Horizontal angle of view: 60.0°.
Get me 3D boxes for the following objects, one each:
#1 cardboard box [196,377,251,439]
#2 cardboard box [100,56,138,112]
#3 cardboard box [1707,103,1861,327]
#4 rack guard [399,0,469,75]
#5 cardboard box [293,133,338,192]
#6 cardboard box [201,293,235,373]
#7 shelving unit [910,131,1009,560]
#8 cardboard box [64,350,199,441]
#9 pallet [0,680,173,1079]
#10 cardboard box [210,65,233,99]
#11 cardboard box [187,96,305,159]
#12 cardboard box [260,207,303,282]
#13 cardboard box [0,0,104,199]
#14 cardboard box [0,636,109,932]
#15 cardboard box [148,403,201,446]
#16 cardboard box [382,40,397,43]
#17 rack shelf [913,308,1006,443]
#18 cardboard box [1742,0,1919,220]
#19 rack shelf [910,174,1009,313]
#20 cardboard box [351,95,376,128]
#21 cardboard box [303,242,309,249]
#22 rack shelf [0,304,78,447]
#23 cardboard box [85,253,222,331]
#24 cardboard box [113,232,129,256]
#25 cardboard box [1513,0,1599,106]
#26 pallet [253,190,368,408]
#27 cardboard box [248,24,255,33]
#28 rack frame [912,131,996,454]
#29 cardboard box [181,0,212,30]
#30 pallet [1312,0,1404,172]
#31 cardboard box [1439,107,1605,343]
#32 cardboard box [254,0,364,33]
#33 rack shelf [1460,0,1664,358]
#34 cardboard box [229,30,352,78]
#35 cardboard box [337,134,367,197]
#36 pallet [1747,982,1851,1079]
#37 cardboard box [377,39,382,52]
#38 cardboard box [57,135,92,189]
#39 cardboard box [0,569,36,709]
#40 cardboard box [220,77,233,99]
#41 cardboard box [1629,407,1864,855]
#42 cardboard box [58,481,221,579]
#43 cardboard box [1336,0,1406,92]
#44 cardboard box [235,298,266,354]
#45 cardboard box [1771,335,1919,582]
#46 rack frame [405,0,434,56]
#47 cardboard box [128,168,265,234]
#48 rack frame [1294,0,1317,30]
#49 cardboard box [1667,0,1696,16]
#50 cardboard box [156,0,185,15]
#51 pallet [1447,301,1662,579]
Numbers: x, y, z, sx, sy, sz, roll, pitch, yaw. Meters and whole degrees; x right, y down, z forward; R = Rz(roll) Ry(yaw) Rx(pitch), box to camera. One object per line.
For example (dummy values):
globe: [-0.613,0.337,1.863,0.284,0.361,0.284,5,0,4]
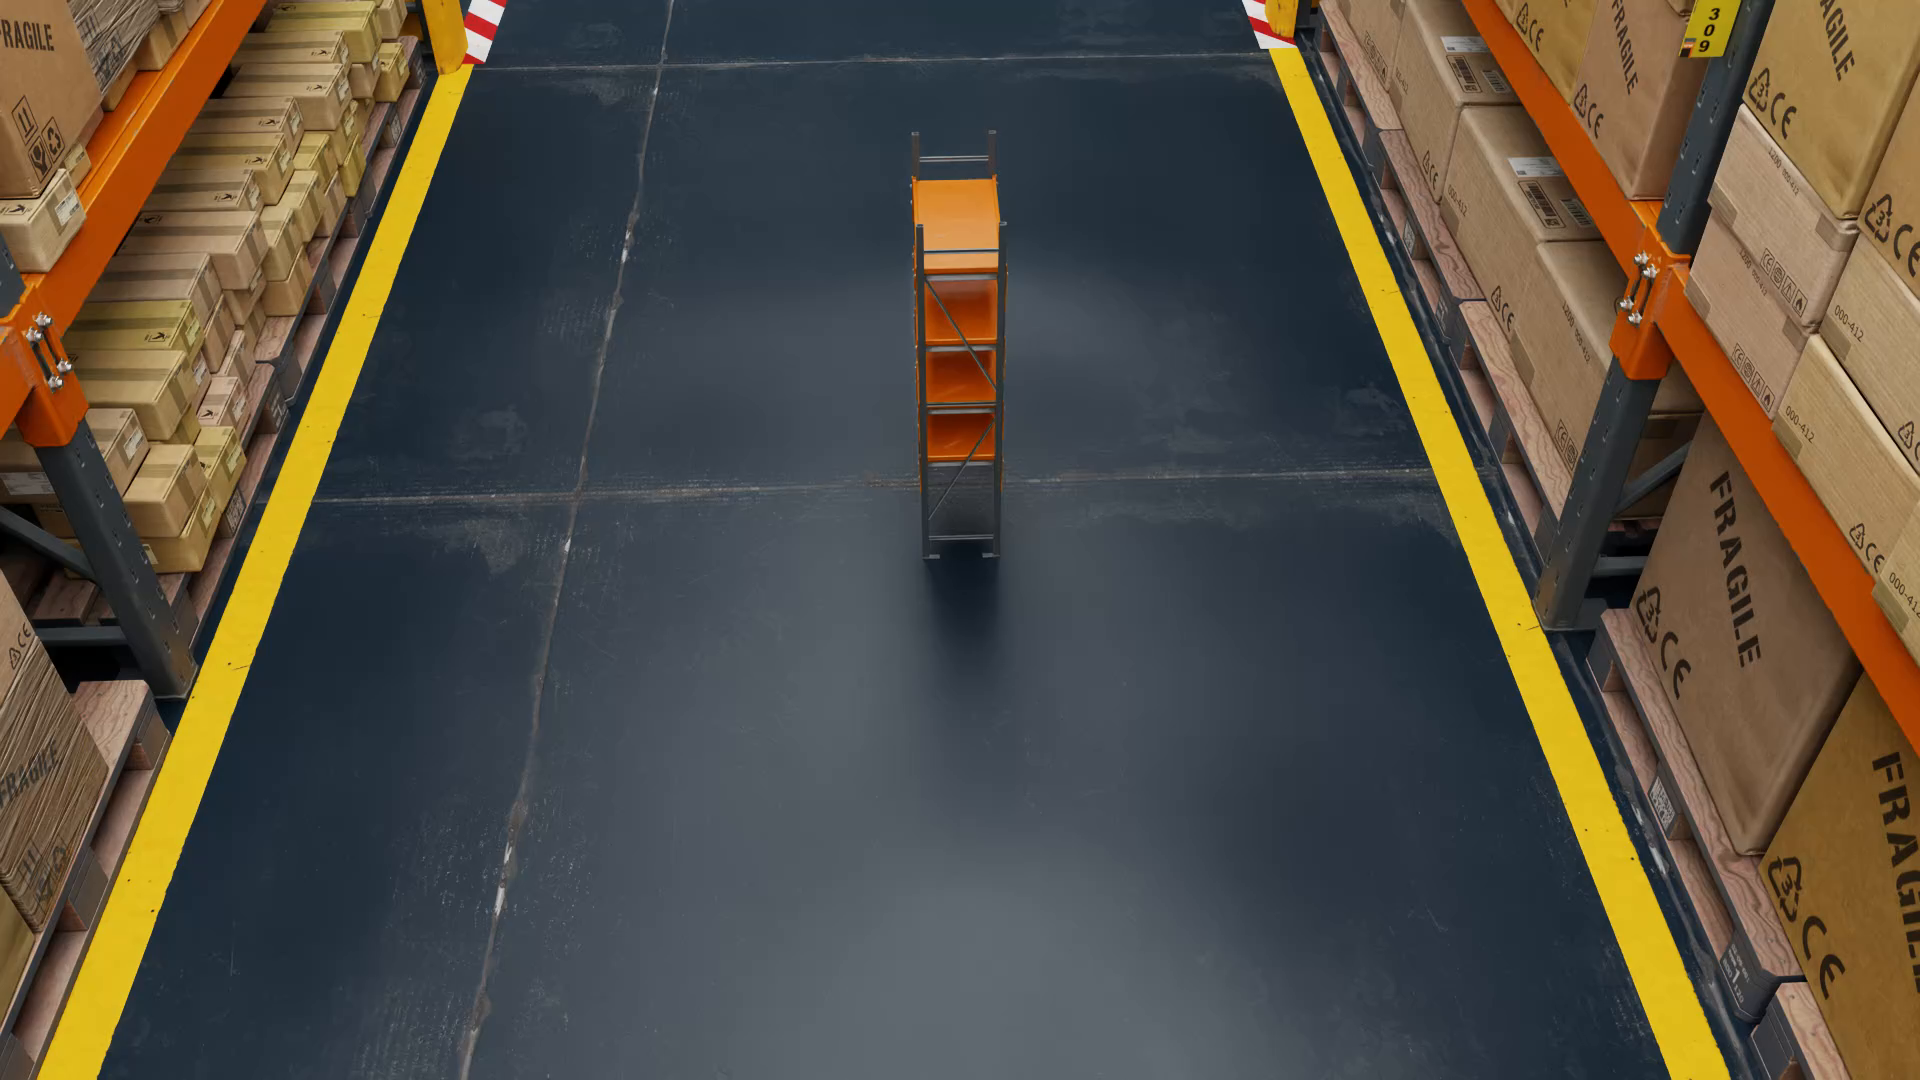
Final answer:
cardboard box: [-2.478,-0.379,5.242,0.380,0.149,0.250,-2,43,-2]
cardboard box: [-2.549,-1.316,4.652,0.380,0.149,0.250,-3,43,-4]
cardboard box: [1.969,-0.708,3.543,0.500,0.250,0.500,-3,43,-3]
rack guard: [-2.876,-2.401,7.500,1.175,0.500,0.348,-2,43,-2]
cardboard box: [-2.521,-1.366,6.099,0.380,0.149,0.250,0,43,0]
cardboard box: [-2.561,-0.655,5.324,0.380,0.149,0.250,-4,43,-4]
shelving unit: [-0.007,-0.554,4.966,0.258,1.200,0.503,-2,43,-2]
cardboard box: [-2.470,-0.423,4.850,0.380,0.149,0.250,0,43,0]
pallet: [-2.675,0.880,4.134,1.003,0.211,1.213,-2,43,-2]
cardboard box: [-3.060,-1.877,6.657,0.380,0.149,0.250,-1,43,-1]
cardboard box: [-2.597,-1.467,5.990,0.380,0.149,0.250,-3,43,-3]
cardboard box: [-2.496,-1.014,5.715,0.380,0.149,0.250,-2,43,-2]
cardboard box: [-2.479,-1.162,4.003,0.500,0.500,0.500,-2,43,-3]
cardboard box: [-2.426,0.585,3.931,0.500,0.500,0.500,-2,43,-3]
cardboard box: [-2.506,-0.309,4.947,0.380,0.149,0.250,-1,43,-1]
cardboard box: [-2.649,-2.129,7.151,0.380,0.149,0.250,-1,43,-1]
rack shelf: [-0.007,-0.504,5.012,0.258,0.148,0.480,-2,43,-2]
cardboard box: [1.963,-0.984,3.290,0.500,0.500,0.500,-1,43,-1]
rack shelf: [-0.007,-0.844,4.701,0.258,0.148,0.480,-2,43,-2]
cardboard box: [-2.611,-1.777,6.768,0.380,0.149,0.250,-2,43,-2]
cardboard box: [-2.587,-1.082,6.010,0.380,0.149,0.250,-1,43,-1]
rack shelf: [-2.625,0.942,2.535,1.077,0.370,4.000,-2,43,-2]
cardboard box: [-2.564,-0.768,5.226,0.380,0.149,0.250,-3,43,-3]
cardboard box: [-3.028,-0.979,5.677,0.380,0.149,0.250,-4,43,-4]
cardboard box: [1.929,-1.574,4.673,0.500,0.500,0.500,-3,43,-3]
pallet: [-2.828,-0.924,6.102,1.003,0.211,1.213,-2,43,-2]
cardboard box: [-3.065,-2.151,6.736,0.380,0.149,0.250,-1,43,-1]
rack frame: [-0.017,-0.719,5.146,0.240,1.200,0.015,-2,43,-2]
cardboard box: [-2.499,-1.669,5.037,0.380,0.149,0.250,0,43,0]
pallet: [2.174,-2.019,7.296,1.003,0.211,1.213,-2,43,-2]
cardboard box: [2.274,-1.126,5.843,0.875,0.438,0.875,-3,43,-3]
cardboard box: [-2.650,-2.176,6.763,0.380,0.149,0.250,-1,43,-1]
rack shelf: [2.147,-1.969,5.711,1.077,0.370,4.000,-2,43,-2]
cardboard box: [-2.565,-1.828,6.383,0.380,0.149,0.250,-3,43,-4]
cardboard box: [-2.514,-1.440,6.401,0.380,0.149,0.250,-3,43,-4]
pallet: [2.395,1.488,3.470,1.003,0.211,1.213,-2,43,-2]
cardboard box: [-2.615,-2.062,6.858,0.380,0.149,0.250,-3,43,-3]
cardboard box: [-2.480,-0.954,4.257,0.380,0.149,0.250,0,43,-1]
cardboard box: [-2.425,0.312,3.674,0.500,0.250,0.500,-3,43,-3]
cardboard box: [-2.639,-1.704,6.468,0.380,0.149,0.250,-2,43,-2]
cardboard box: [2.338,0.161,4.116,0.875,0.875,0.875,0,43,0]
cardboard box: [-2.404,-0.033,4.865,0.380,0.149,0.250,-3,43,-4]
cardboard box: [2.190,-2.352,7.181,0.875,0.438,0.875,-3,43,-3]
cardboard box: [-2.585,-0.729,5.625,0.380,0.149,0.250,-3,43,-4]
cardboard box: [2.010,-0.175,3.332,0.500,0.250,0.500,-3,43,-3]
rack frame: [-2.879,-3.374,6.711,1.000,3.000,0.127,-2,43,-2]
cardboard box: [-2.587,-1.124,5.615,0.380,0.149,0.250,-3,43,-4]
rack frame: [2.062,-3.584,6.941,1.000,3.000,0.127,-2,43,-2]
cardboard box: [1.936,-1.600,3.962,0.500,0.500,0.500,-2,43,-2]
cardboard box: [-2.492,-1.837,4.740,0.500,0.500,0.500,-2,43,-3]
pallet: [2.278,-0.372,5.499,1.003,0.211,1.213,-2,43,-2]
